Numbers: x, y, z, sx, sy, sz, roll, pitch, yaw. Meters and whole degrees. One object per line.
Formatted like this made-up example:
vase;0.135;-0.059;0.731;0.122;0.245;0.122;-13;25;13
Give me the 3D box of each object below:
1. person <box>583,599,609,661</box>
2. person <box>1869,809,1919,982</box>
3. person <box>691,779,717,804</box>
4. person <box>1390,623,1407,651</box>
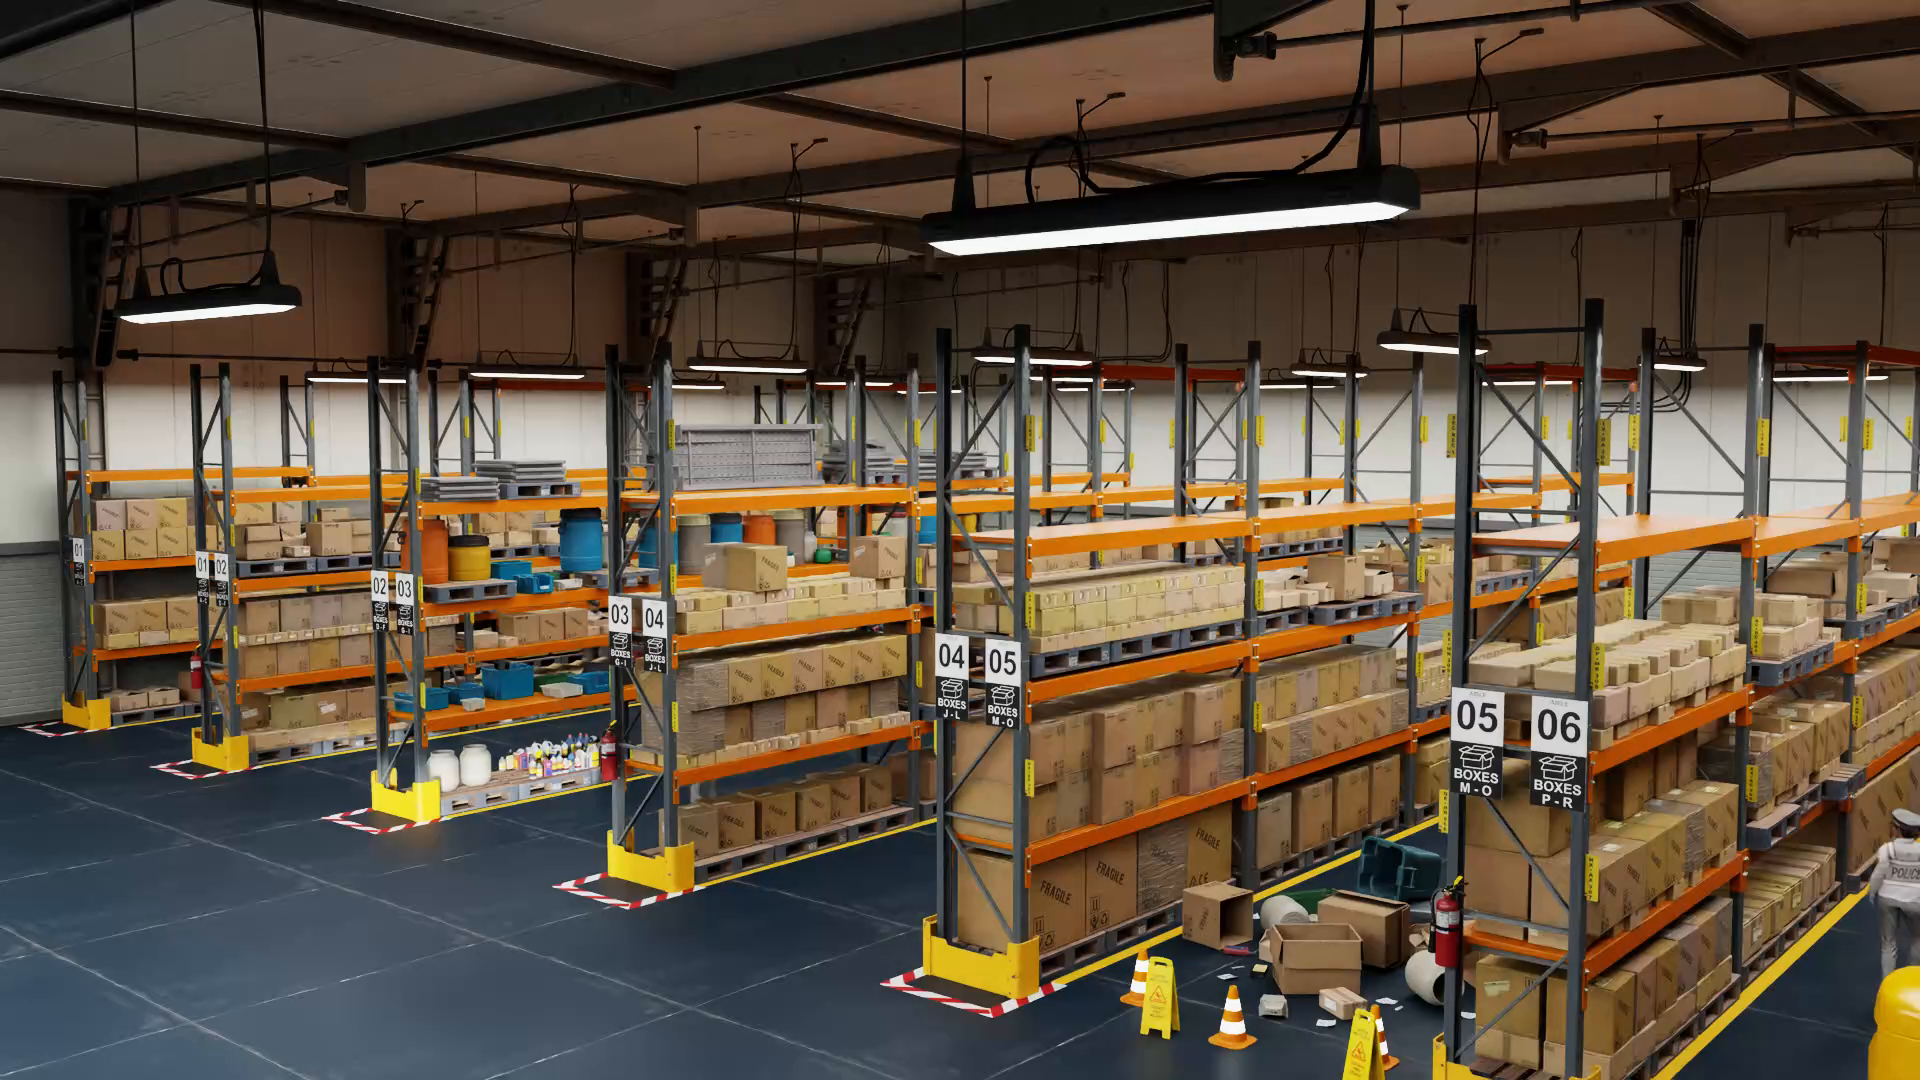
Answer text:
person;-6.987;1.982;31.963;0.582;1.768;0.589;-2;5;-26
person;8.418;3.250;14.852;0.557;1.709;0.732;3;5;38
person;-3.292;2.835;21.236;0.377;1.615;0.532;4;6;42
person;7.750;2.140;29.593;0.687;1.767;0.591;2;5;29
